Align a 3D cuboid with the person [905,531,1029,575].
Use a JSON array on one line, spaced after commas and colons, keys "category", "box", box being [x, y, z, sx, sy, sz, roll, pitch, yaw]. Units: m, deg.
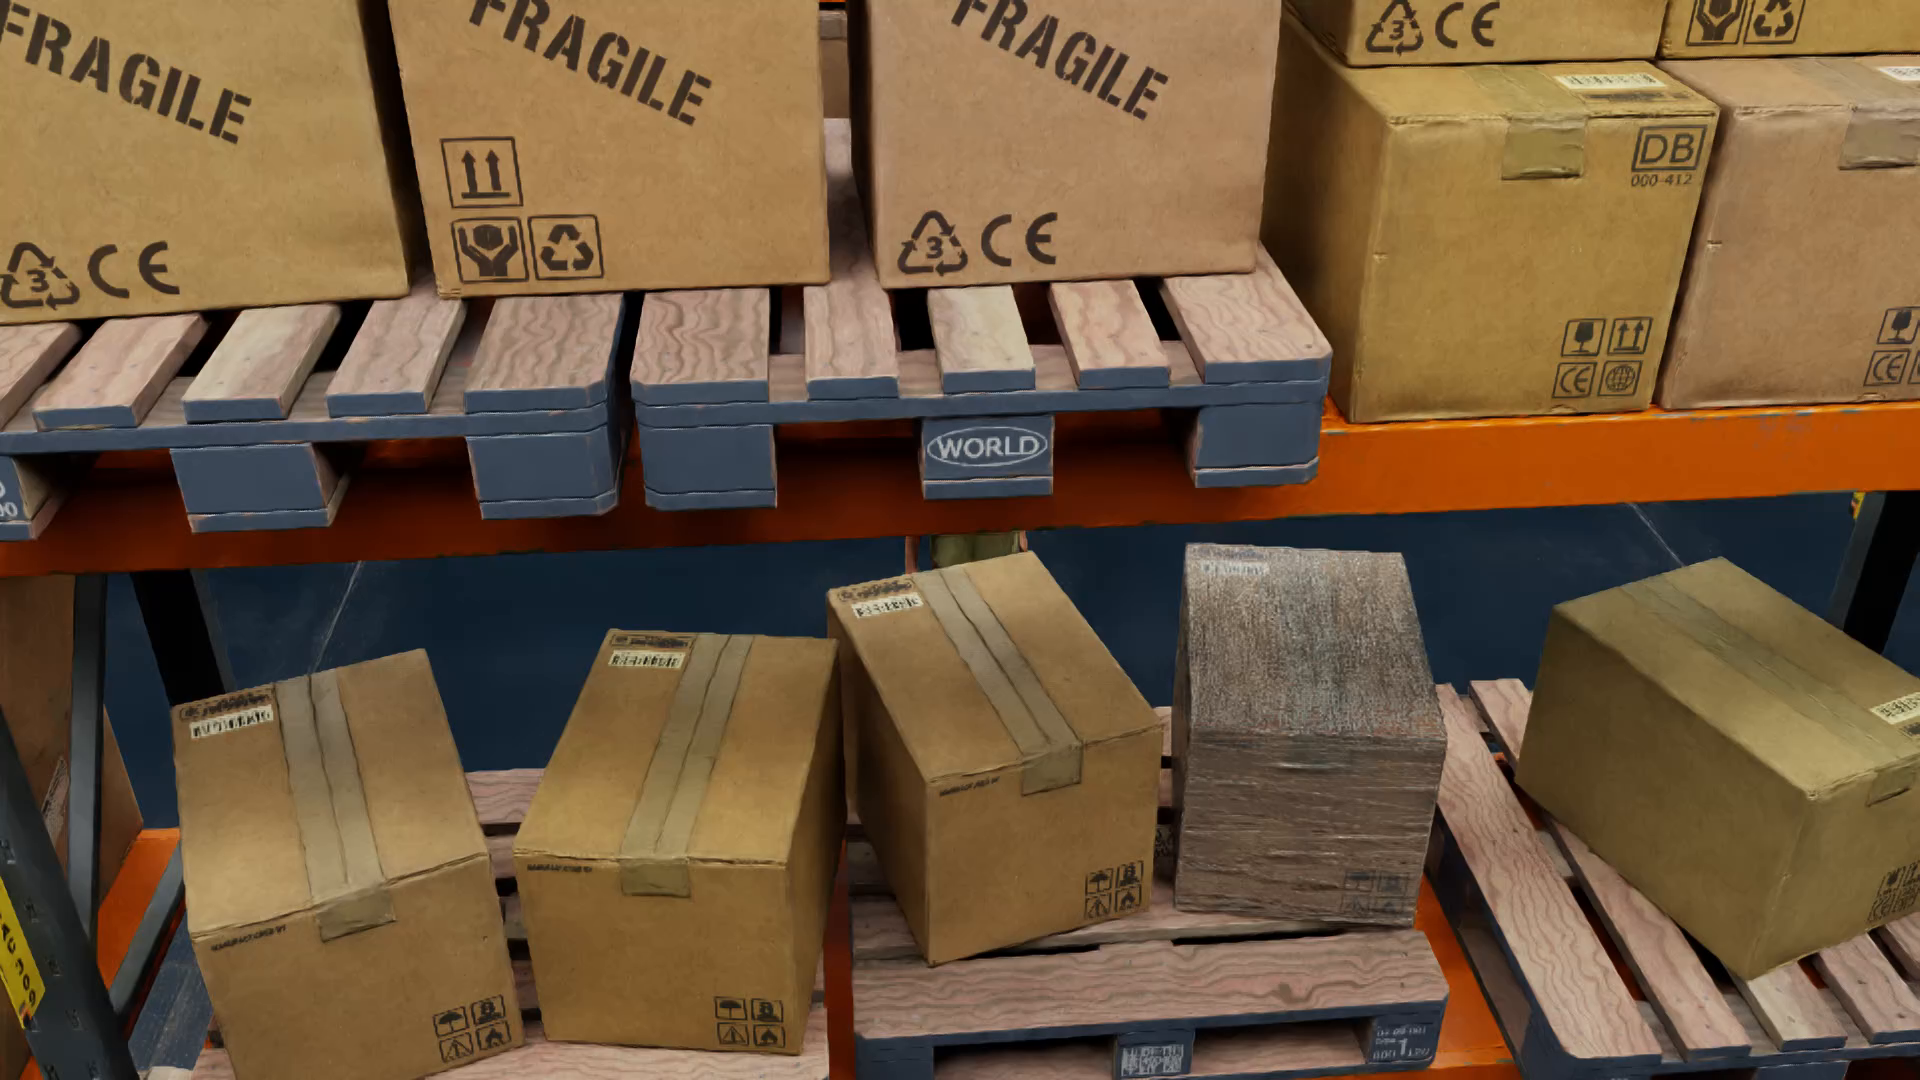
[{"category": "person", "box": [0.034, 0.059, 6.035, 0.639, 1.667, 0.513, 26, 40, 36]}]
